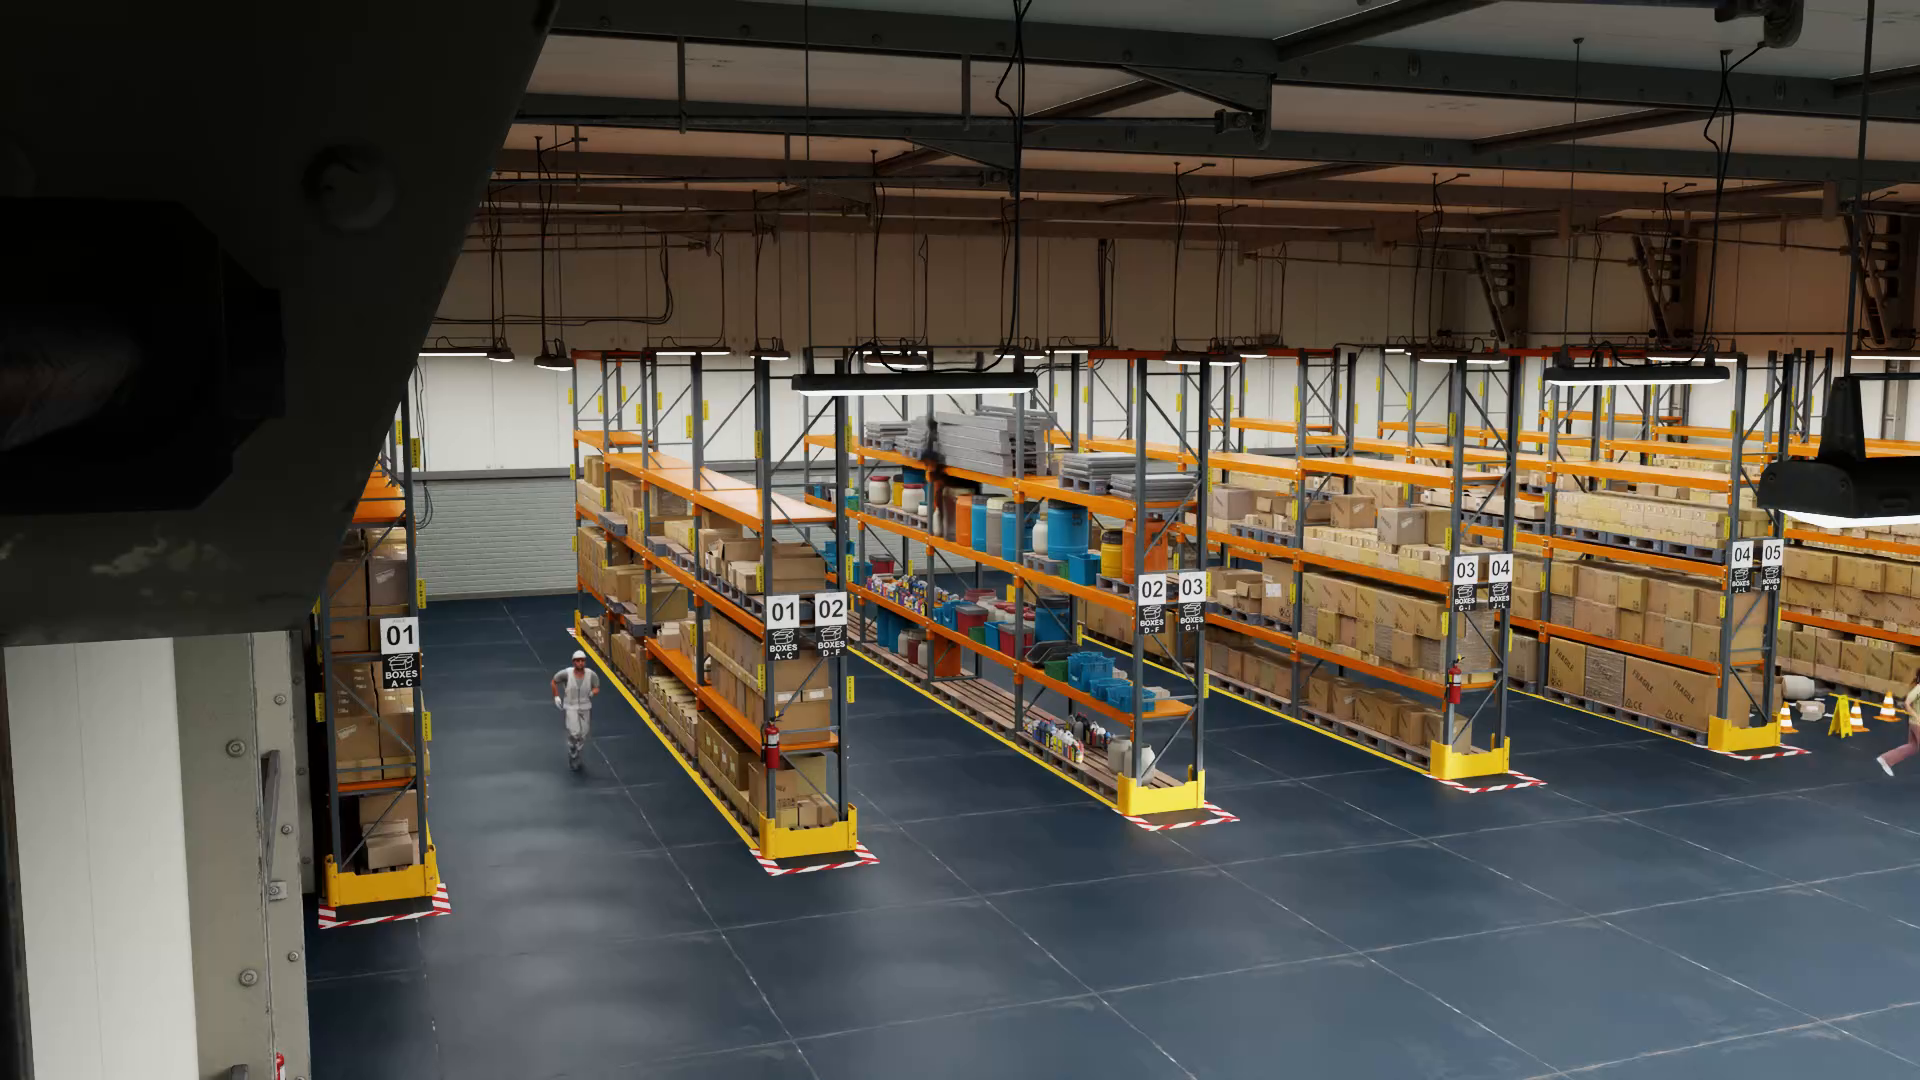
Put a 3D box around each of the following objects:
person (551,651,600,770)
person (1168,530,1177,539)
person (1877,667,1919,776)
[{"bbox_3d":[-5.533,2.462,24.080,0.647,1.751,0.735,-4,8,-27],"label":"person"},{"bbox_3d":[5.098,0.454,40.955,0.762,1.639,0.545,6,10,42],"label":"person"},{"bbox_3d":[13.401,2.585,23.311,0.904,1.664,0.582,4,8,32],"label":"person"}]
